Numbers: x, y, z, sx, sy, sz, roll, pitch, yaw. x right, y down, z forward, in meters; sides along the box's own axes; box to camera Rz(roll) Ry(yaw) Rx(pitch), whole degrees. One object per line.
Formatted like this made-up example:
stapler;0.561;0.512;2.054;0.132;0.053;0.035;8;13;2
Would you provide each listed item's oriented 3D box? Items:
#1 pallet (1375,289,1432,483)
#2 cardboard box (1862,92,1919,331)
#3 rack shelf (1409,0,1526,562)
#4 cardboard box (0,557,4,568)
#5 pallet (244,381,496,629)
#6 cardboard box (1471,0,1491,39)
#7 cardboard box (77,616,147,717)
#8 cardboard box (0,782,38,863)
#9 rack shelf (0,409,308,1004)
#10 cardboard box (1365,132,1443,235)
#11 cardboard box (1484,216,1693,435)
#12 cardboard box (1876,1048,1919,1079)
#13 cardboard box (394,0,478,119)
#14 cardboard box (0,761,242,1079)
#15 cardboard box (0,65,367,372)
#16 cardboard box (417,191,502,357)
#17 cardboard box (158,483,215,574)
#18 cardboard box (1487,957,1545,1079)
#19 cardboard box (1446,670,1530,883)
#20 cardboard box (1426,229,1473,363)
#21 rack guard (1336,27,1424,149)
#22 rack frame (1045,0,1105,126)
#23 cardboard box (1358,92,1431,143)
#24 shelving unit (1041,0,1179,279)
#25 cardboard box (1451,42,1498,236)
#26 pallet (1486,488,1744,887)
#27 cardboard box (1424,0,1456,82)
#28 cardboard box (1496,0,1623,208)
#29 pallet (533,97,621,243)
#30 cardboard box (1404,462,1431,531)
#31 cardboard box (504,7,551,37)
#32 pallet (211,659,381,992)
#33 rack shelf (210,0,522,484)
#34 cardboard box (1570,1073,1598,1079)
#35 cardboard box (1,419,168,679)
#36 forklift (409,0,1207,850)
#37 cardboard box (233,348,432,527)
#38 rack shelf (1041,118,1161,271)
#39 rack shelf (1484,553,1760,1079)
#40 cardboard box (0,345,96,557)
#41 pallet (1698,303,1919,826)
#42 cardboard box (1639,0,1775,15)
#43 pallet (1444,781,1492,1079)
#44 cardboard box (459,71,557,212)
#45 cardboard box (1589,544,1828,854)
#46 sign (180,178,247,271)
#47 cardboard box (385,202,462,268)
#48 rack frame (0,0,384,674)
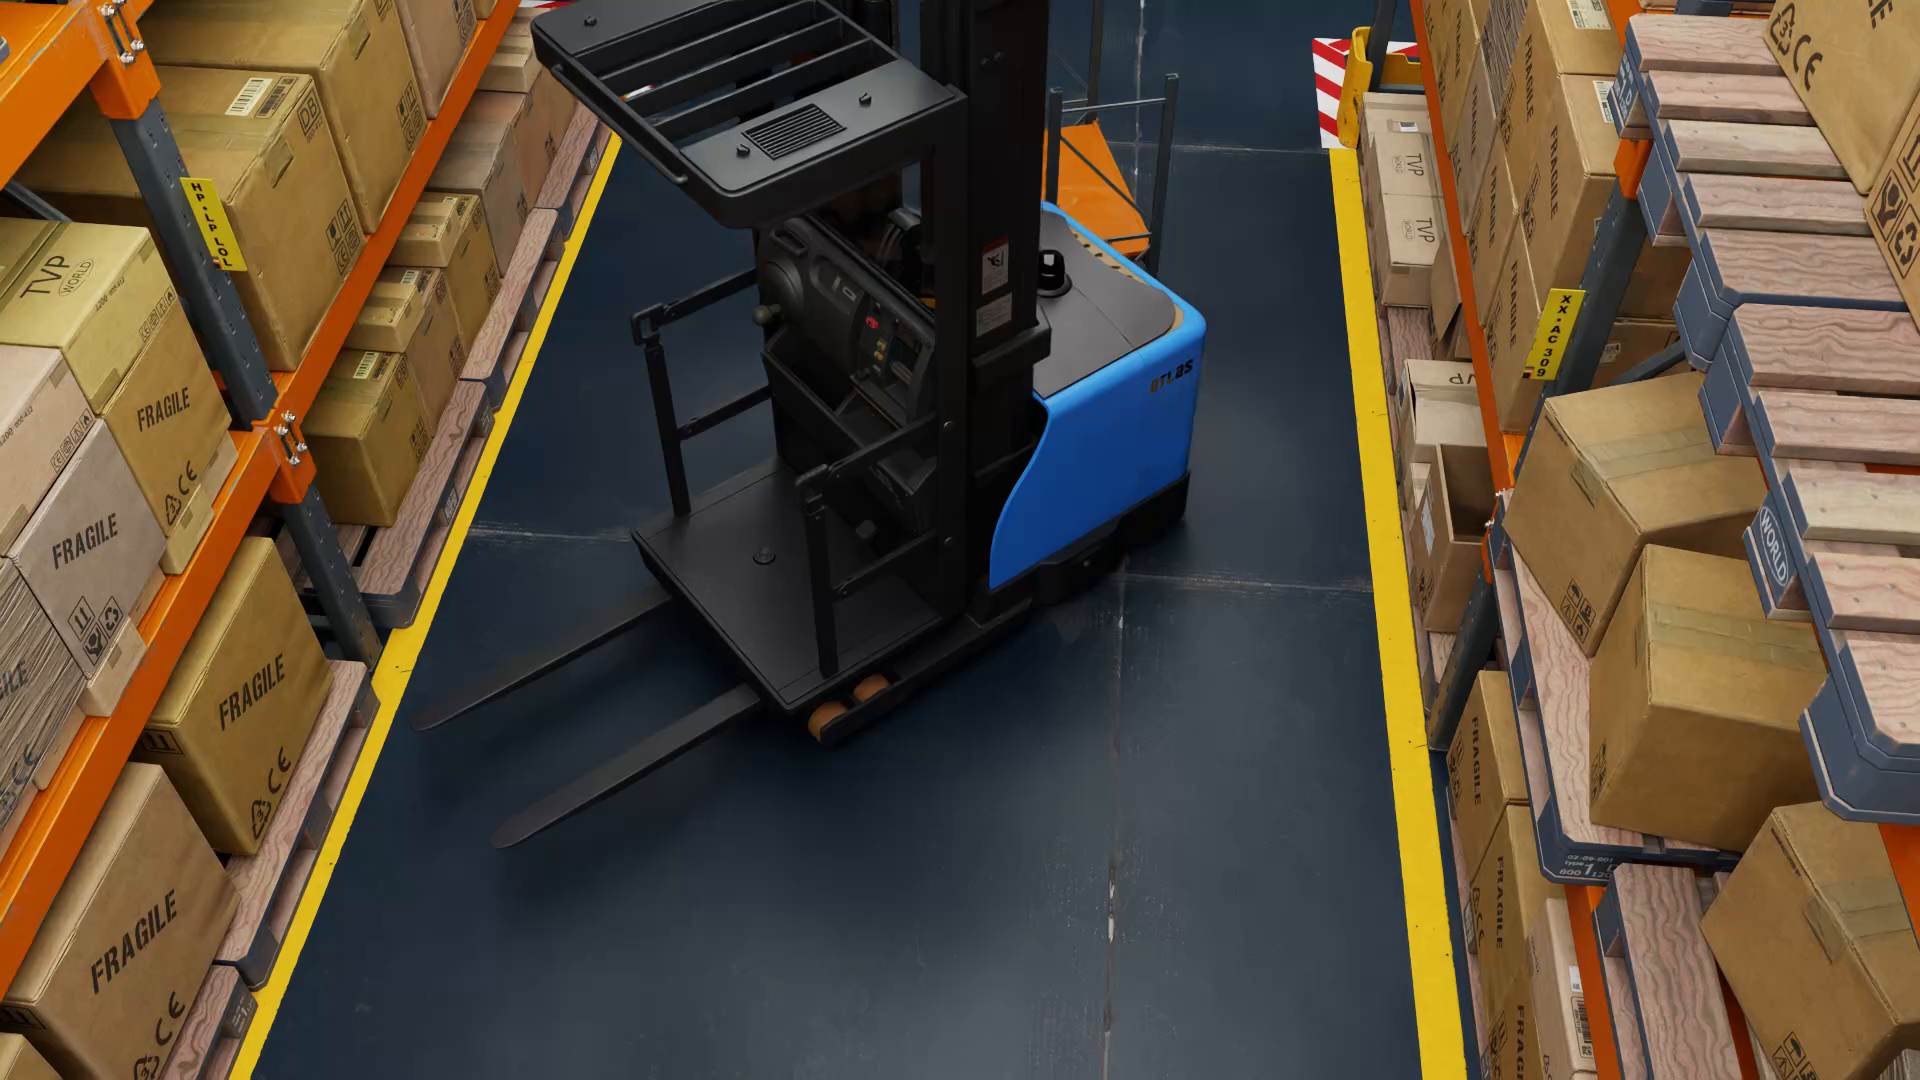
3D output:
pallet;2.385;-0.715;7.287;1.003;0.211;1.213;4;48;4
cardboard box;2.056;-0.617;2.854;0.600;0.600;0.600;3;48;3
rack shelf;2.396;-1.480;6.584;1.077;0.370;4.000;4;48;4
cardboard box;-2.611;0.133;3.830;0.500;0.250;0.500;5;48;4
pallet;-2.573;-0.196;6.812;1.003;0.211;1.213;4;48;4
cardboard box;2.139;-2.130;5.946;0.500;0.500;0.500;3;48;3
cardboard box;-2.502;0.335;4.594;0.380;0.149;0.250;4;48;4
cardboard box;-2.628;0.693;4.266;0.380;0.149;0.250;3;48;2
rack shelf;-2.902;1.129;4.198;1.077;0.370;4.000;4;48;4
cardboard box;2.200;-1.665;7.831;0.500;0.250;0.500;4;48;4
cardboard box;2.003;-0.671;5.289;0.500;0.500;0.500;5;48;4
cardboard box;2.067;1.381;3.127;0.700;0.500;0.500;12;49;11
cardboard box;-2.526;-2.153;6.509;0.980;0.700;0.700;2;48;2
cardboard box;-2.728;1.140;4.872;0.750;0.750;0.750;5;48;5
cardboard box;-2.654;-1.082;5.529;0.980;0.700;0.700;5;48;4
cardboard box;-2.452;-1.170;7.223;0.700;0.500;0.500;5;48;4
cardboard box;-2.468;-0.051;4.946;0.380;0.149;0.250;5;48;4
cardboard box;1.836;1.541;4.730;0.500;0.500;0.500;4;48;4
cardboard box;1.927;0.781;5.424;0.500;0.500;0.500;2;48;2
cardboard box;2.379;-0.940;6.996;0.797;0.503;0.637;4;48;4
rack guard;2.571;-2.293;8.534;1.175;0.500;0.348;4;48;4
rack frame;0.379;-1.970;7.561;0.500;1.500;0.032;-9;48;-8
cardboard box;2.197;-2.094;8.292;0.380;0.149;0.250;4;48;4
shelving unit;0.483;-1.609;7.231;0.587;1.500;1.083;-9;48;-8
cardboard box;2.093;-1.428;5.981;0.500;0.500;0.500;5;48;4
pallet;2.032;0.392;4.515;1.003;0.211;1.213;4;48;4
cardboard box;2.184;-2.169;6.660;0.500;0.500;0.500;4;48;3
cardboard box;2.046;-1.390;5.269;0.500;0.500;0.500;3;48;3
pallet;-2.350;-1.989;8.452;1.003;0.211;1.213;4;48;4
cardboard box;1.957;-0.157;6.520;0.380;0.149;0.250;4;48;4
cardboard box;-2.150;-2.412;7.919;0.380;0.149;0.250;3;48;3
pallet;-2.715;0.930;5.782;1.003;0.211;1.213;4;48;4
rack shelf;-2.538;-1.810;6.886;1.077;0.370;4.000;4;48;4
cardboard box;1.790;1.632;4.138;0.500;0.250;0.500;3;48;3
cardboard box;-2.548;0.008;4.453;0.500;0.500;0.500;4;48;4
forklift;-0.554;-0.686;5.418;3.031;2.935;1.130;-30;54;-24
cardboard box;-2.550;-0.424;6.540;0.700;0.500;0.500;4;48;4
rack shelf;0.484;-1.481;7.358;0.538;0.185;1.000;-9;48;-8
rack shelf;2.031;1.460;3.896;1.077;0.370;4.000;4;48;4
cardboard box;-2.564;-0.242;4.173;0.500;0.250;0.500;5;48;4
pallet;1.993;0.035;2.806;1.213;0.211;1.003;4;48;4
cardboard box;1.993;-1.590;4.266;0.500;0.250;0.500;4;48;4
pallet;2.177;1.289;5.454;1.003;0.211;1.213;4;48;4
cardboard box;-2.365;-1.932;7.919;0.700;0.500;0.500;4;48;3
cardboard box;1.948;0.414;4.012;0.700;0.500;0.500;11;48;10
sign;-2.179;-0.918;4.852;0.100;0.325;0.005;4;48;4
cardboard box;-2.290;-1.266;6.871;0.380;0.149;0.250;3;48;2
rack frame;-2.720;-0.583;5.277;1.000;3.000;0.127;4;48;4
